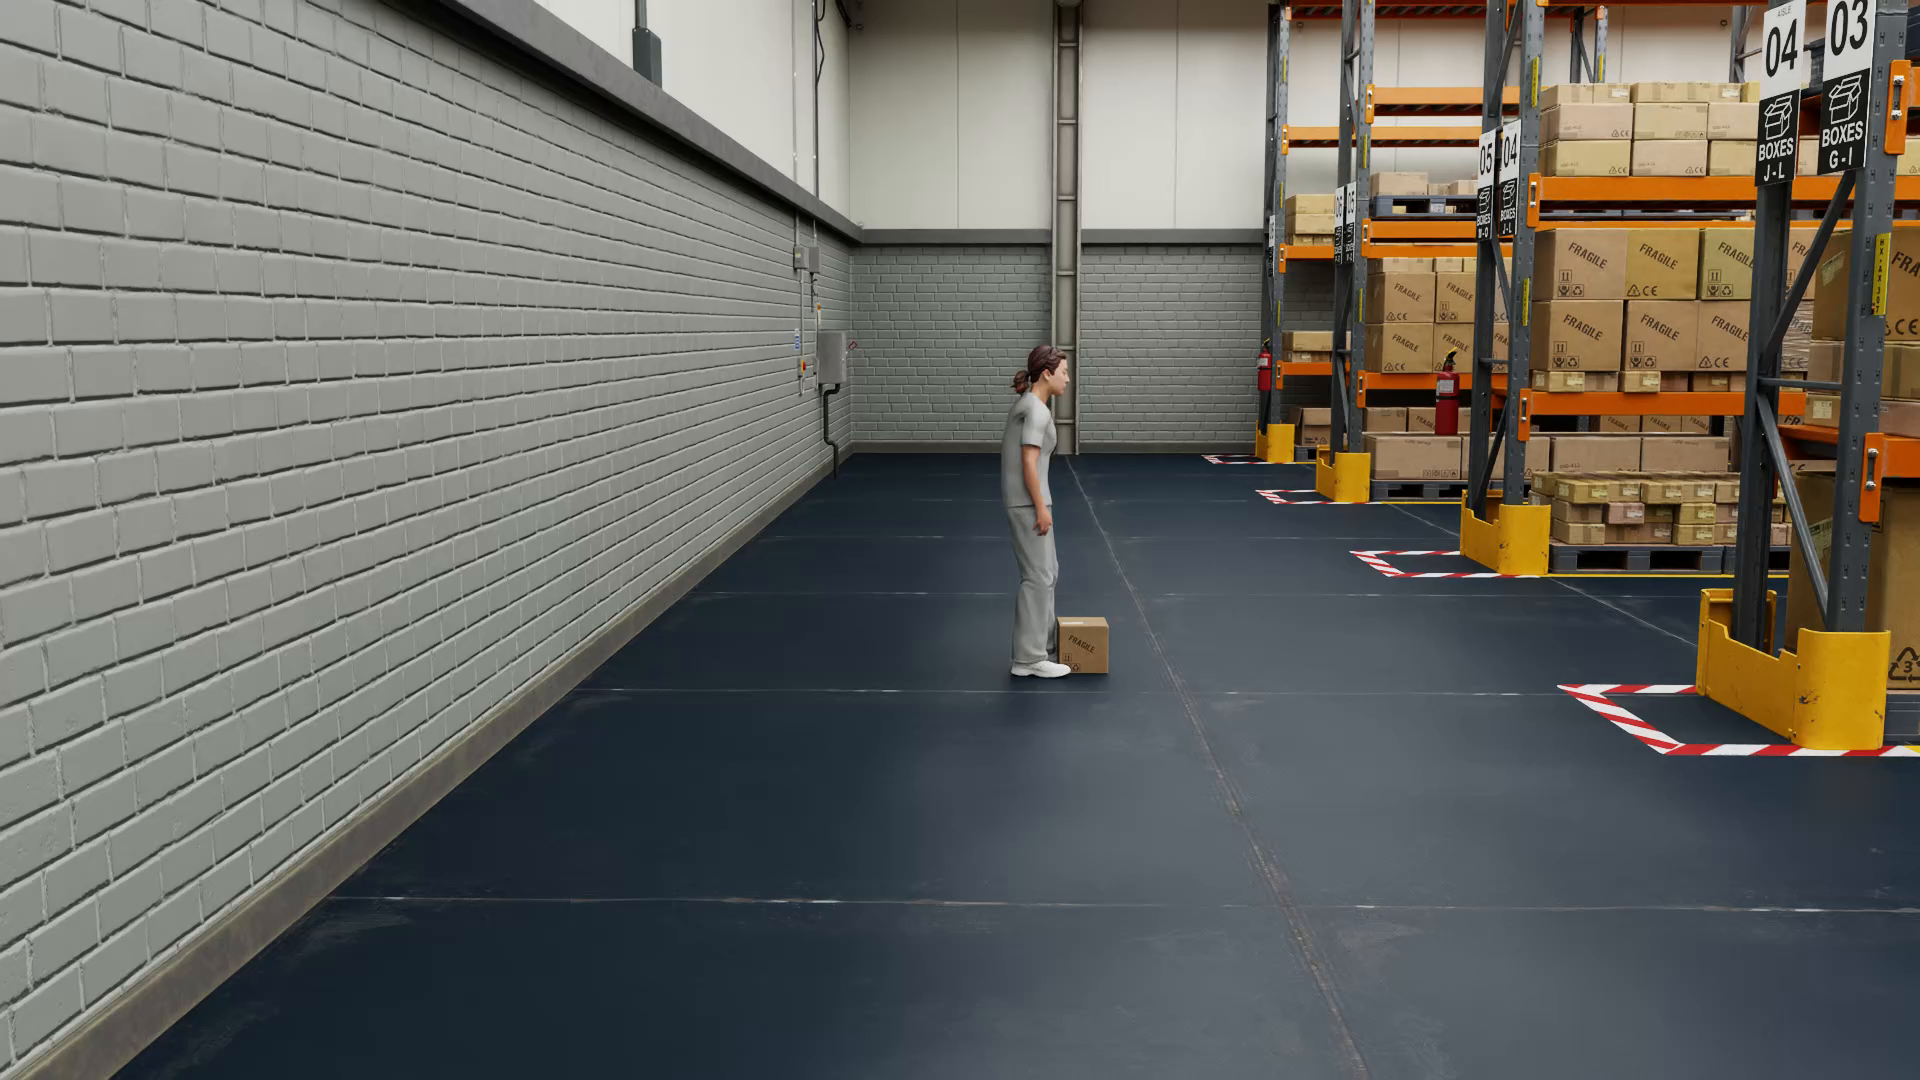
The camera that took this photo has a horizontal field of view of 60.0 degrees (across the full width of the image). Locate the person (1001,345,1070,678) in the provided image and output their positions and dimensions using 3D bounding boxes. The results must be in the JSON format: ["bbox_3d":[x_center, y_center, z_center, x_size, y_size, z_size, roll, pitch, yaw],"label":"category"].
[{"bbox_3d":[0.412,-0.160,8.526,0.404,1.673,0.492,0,7,1],"label":"person"}]
